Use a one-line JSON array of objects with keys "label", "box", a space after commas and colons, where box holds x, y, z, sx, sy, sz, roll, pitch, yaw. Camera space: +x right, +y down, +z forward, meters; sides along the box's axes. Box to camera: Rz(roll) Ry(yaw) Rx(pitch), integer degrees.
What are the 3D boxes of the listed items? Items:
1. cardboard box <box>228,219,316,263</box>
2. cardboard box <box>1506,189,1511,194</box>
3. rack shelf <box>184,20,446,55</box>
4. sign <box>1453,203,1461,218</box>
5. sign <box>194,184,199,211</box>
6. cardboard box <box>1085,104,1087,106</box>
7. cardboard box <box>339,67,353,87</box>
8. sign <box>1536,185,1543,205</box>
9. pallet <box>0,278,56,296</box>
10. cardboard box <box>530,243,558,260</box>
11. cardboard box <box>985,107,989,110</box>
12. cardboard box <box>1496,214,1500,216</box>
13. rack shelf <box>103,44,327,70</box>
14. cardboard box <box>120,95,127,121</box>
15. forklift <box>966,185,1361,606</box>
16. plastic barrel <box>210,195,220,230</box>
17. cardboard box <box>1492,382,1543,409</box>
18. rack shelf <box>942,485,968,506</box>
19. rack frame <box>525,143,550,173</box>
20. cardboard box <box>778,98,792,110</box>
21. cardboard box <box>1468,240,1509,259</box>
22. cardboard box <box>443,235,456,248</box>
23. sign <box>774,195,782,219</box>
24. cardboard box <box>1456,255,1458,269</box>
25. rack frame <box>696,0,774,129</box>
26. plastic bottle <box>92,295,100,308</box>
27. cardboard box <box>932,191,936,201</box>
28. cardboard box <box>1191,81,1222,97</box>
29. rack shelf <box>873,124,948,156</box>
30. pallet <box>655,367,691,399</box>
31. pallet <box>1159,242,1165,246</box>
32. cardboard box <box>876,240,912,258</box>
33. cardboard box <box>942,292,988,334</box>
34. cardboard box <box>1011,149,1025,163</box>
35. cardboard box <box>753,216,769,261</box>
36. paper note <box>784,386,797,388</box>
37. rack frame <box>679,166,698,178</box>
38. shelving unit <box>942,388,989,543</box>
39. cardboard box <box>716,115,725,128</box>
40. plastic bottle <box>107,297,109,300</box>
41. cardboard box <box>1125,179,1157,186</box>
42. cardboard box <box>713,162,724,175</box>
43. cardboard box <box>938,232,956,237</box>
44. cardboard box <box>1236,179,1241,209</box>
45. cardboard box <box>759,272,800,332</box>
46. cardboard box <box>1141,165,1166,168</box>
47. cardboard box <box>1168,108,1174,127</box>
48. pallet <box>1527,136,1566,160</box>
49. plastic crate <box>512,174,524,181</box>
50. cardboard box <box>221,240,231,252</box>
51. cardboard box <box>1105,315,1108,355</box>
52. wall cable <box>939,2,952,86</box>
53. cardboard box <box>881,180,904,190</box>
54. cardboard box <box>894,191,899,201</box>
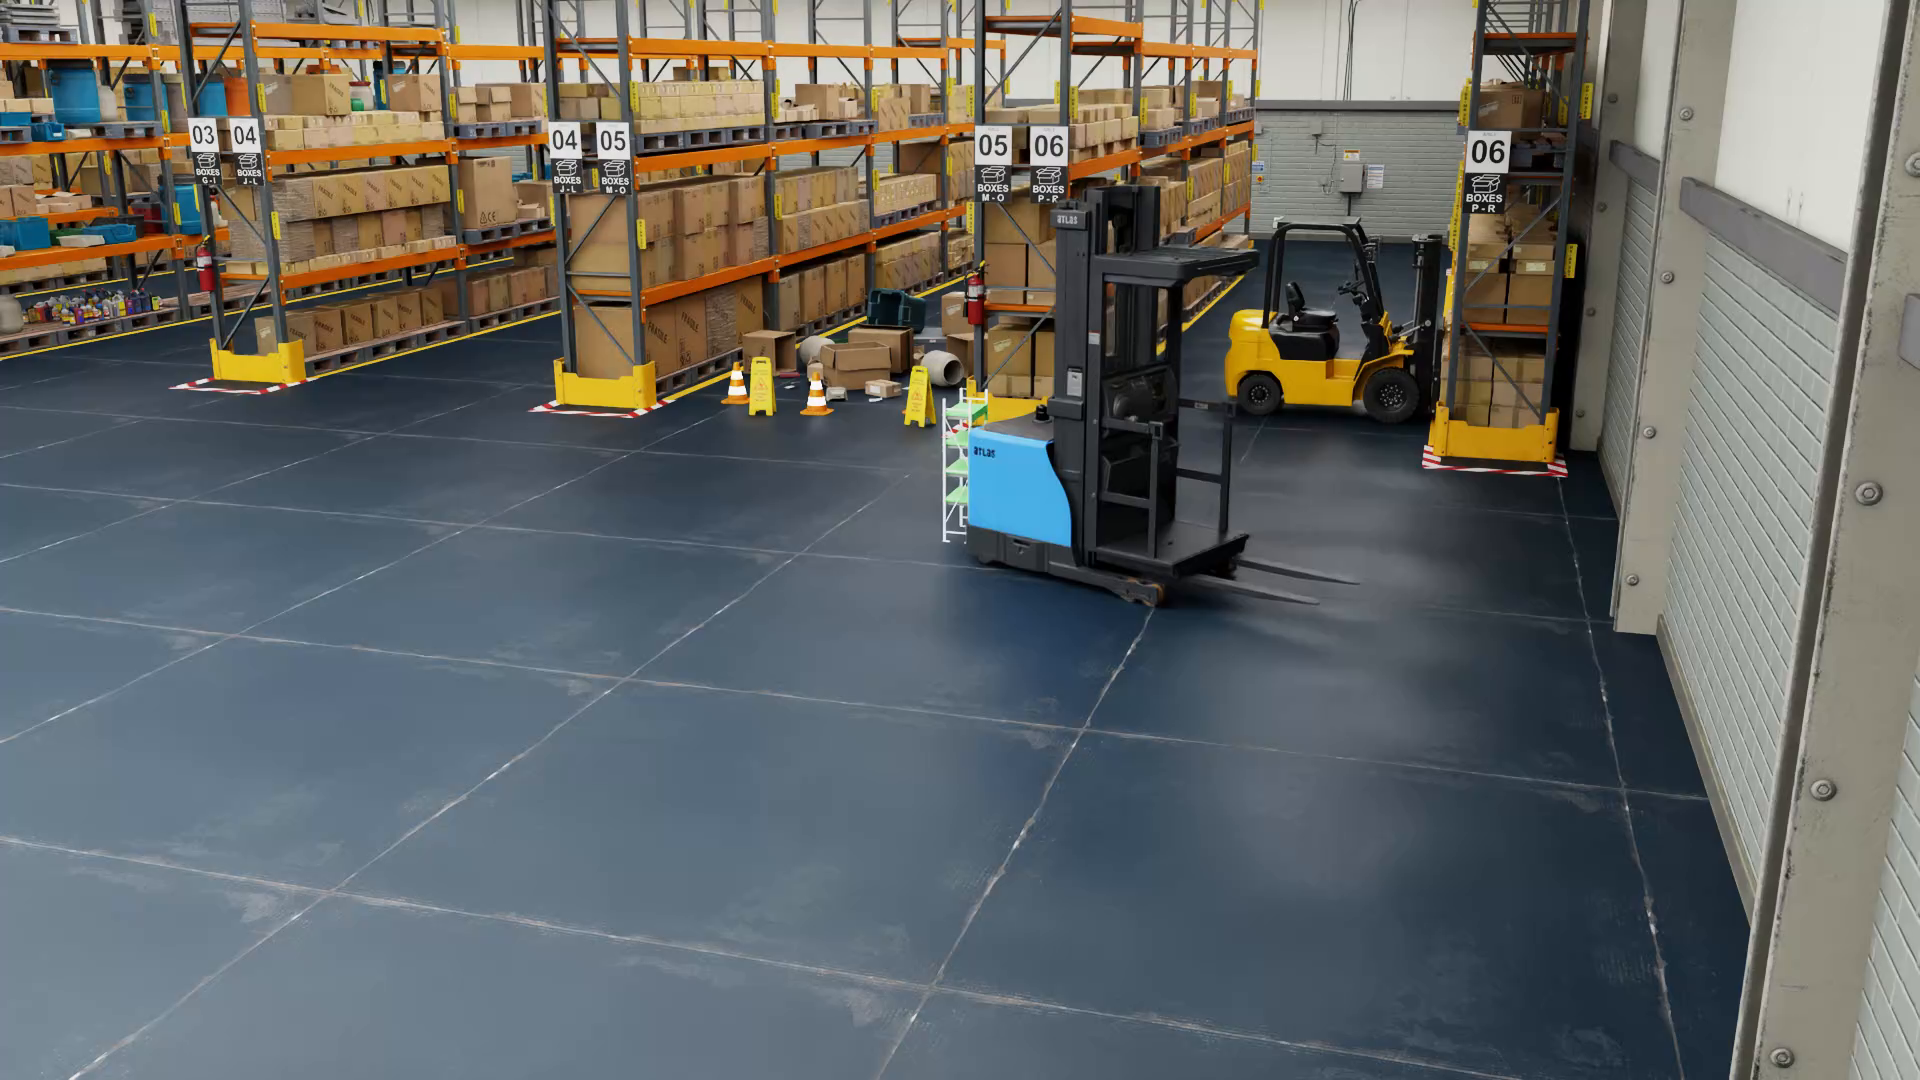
[{"label": "cardboard box", "box": [-8.674, -3.790, 20.967, 0.875, 0.500, 0.500, 5, 16, 16]}, {"label": "cardboard box", "box": [7.965, -5.091, 25.322, 0.797, 0.503, 0.637, 4, 16, 15]}, {"label": "rack shelf", "box": [-8.288, -6.519, 21.646, 1.077, 0.370, 4.000, 5, 16, 16]}, {"label": "sign", "box": [6.019, -3.910, 20.140, 0.100, 0.325, 0.005, 5, 16, 16]}, {"label": "sign", "box": [-9.383, -4.215, 20.490, 0.100, 0.325, 0.005, 5, 16, 16]}, {"label": "cardboard box", "box": [1.379, -5.384, 20.816, 0.380, 0.149, 0.250, 4, 16, 15]}, {"label": "cardboard box", "box": [-13.937, -10.249, 36.953, 0.700, 0.500, 0.500, 5, 16, 16]}, {"label": "sign", "box": [8.212, -4.913, 23.530, 0.100, 0.325, 0.005, 5, 16, 16]}, {"label": "pallet", "box": [-16.700, -4.447, 29.122, 1.003, 0.211, 1.213, 5, 16, 16]}, {"label": "cardboard box", "box": [-6.745, -4.742, 27.453, 0.500, 0.250, 0.500, 5, 17, 18]}, {"label": "cardboard box", "box": [0.250, -8.201, 32.023, 0.500, 0.250, 0.500, 5, 17, 18]}, {"label": "cardboard box", "box": [6.968, -4.283, 22.062, 0.380, 0.149, 0.250, 5, 16, 16]}, {"label": "rack shelf", "box": [-11.900, -7.759, 26.744, 1.077, 0.370, 4.000, 5, 16, 16]}, {"label": "cardboard box", "box": [-15.843, -8.061, 31.071, 0.910, 0.500, 0.500, 5, 16, 16]}, {"label": "forklift", "box": [1.506, -1.088, 12.293, 3.031, 2.935, 1.130, 13, 20, 38]}, {"label": "plastic barrel", "box": [-11.986, -5.186, 26.369, 0.433, 0.535, 0.433, 0, 16, 0]}, {"label": "cardboard box", "box": [5.738, -1.531, 17.085, 0.500, 0.250, 0.500, 5, 17, 17]}, {"label": "rack shelf", "box": [0.047, -0.328, 13.901, 0.258, 0.148, 0.480, 5, 16, 16]}, {"label": "rack frame", "box": [-9.058, -8.027, 36.633, 1.000, 3.000, 0.127, 5, 16, 16]}, {"label": "cardboard box", "box": [-2.706, -6.219, 23.970, 0.500, 0.311, 0.500, 4, 16, 14]}, {"label": "cardboard box", "box": [5.305, -2.918, 16.703, 0.380, 0.149, 0.250, 5, 16, 16]}, {"label": "cardboard box", "box": [-7.499, -4.304, 23.966, 0.380, 0.149, 0.250, 5, 16, 16]}, {"label": "sign", "box": [-2.460, -4.505, 22.482, 0.100, 0.325, 0.005, 5, 16, 16]}, {"label": "cardboard box", "box": [5.279, -2.847, 16.996, 0.380, 0.149, 0.250, 5, 17, 17]}, {"label": "rack frame", "box": [-2.993, -6.979, 21.943, 1.000, 3.000, 0.127, 5, 16, 16]}, {"label": "plastic bottle", "box": [-13.021, -3.561, 25.079, 0.097, 0.271, 0.097, 0, 16, 0]}, {"label": "cardboard box", "box": [-0.643, -6.148, 29.697, 0.380, 0.149, 0.250, 4, 16, 15]}, {"label": "cardboard box", "box": [4.408, -7.926, 29.639, 0.797, 0.503, 0.637, 6, 17, 20]}, {"label": "rack shelf", "box": [-1.288, -6.759, 27.985, 1.077, 0.370, 4.000, 5, 16, 16]}, {"label": "pallet", "box": [-3.978, -1.920, 20.211, 1.003, 0.211, 1.213, 5, 16, 16]}, {"label": "pallet", "box": [2.138, -3.832, 22.193, 1.003, 0.211, 1.213, 5, 16, 16]}, {"label": "cardboard box", "box": [-1.131, -4.922, 28.123, 0.500, 0.250, 0.500, 5, 17, 16]}, {"label": "cardboard box", "box": [0.066, -3.027, 22.198, 0.500, 0.500, 0.500, 5, 16, 16]}, {"label": "cardboard box", "box": [0.478, -4.126, 17.842, 0.380, 0.149, 0.250, 5, 17, 16]}, {"label": "cardboard box", "box": [-3.086, -4.067, 22.397, 0.875, 0.550, 0.550, 5, 16, 16]}, {"label": "paper note", "box": [-2.068, -1.885, 20.421, 0.144, 0.017, 0.142, 11, 19, 35]}, {"label": "rack frame", "box": [-5.446, -6.597, 31.590, 1.000, 3.000, 0.127, 5, 16, 16]}, {"label": "shelving unit", "box": [0.047, -0.621, 13.818, 0.258, 1.200, 0.503, 5, 16, 16]}, {"label": "cardboard box", "box": [-3.150, -5.211, 20.717, 0.380, 0.149, 0.250, 4, 16, 15]}, {"label": "plastic bottle", "box": [-12.627, -3.468, 24.732, 0.061, 0.283, 0.133, 5, 16, 16]}, {"label": "cardboard box", "box": [2.464, -4.828, 22.668, 0.380, 0.149, 0.250, 6, 17, 19]}, {"label": "cardboard box", "box": [-4.918, -7.262, 32.291, 0.500, 0.500, 0.500, 5, 16, 16]}, {"label": "cardboard box", "box": [-0.294, -5.958, 32.701, 0.380, 0.149, 0.250, 5, 17, 18]}, {"label": "cardboard box", "box": [4.880, -6.375, 30.623, 0.500, 0.500, 0.500, 5, 17, 18]}, {"label": "cardboard box", "box": [-2.903, -3.382, 23.608, 1.050, 0.750, 0.750, 5, 16, 16]}, {"label": "cardboard box", "box": [2.952, -5.601, 26.065, 0.500, 0.500, 0.500, 5, 17, 17]}, {"label": "cardboard box", "box": [2.597, -5.696, 22.423, 0.500, 0.250, 0.500, 4, 16, 15]}, {"label": "pallet", "box": [5.976, -4.208, 17.835, 1.003, 0.211, 1.213, 5, 16, 16]}, {"label": "plastic crate", "box": [-9.631, -7.764, 35.903, 0.416, 0.233, 0.300, 5, 16, 16]}, {"label": "cardboard box", "box": [-14.957, -6.095, 33.595, 0.500, 0.500, 0.500, 5, 16, 16]}, {"label": "cardboard box", "box": [1.440, -2.392, 19.662, 0.500, 0.500, 0.500, 5, 17, 17]}, {"label": "wall cable", "box": [0.602, -13.289, 38.295, 2.277, 5.999, 0.120, 5, 16, 16]}, {"label": "cardboard box", "box": [-1.167, -5.956, 27.933, 0.380, 0.149, 0.250, 5, 17, 18]}, {"label": "cardboard box", "box": [-1.236, -5.747, 27.738, 0.380, 0.149, 0.250, 5, 16, 16]}]
